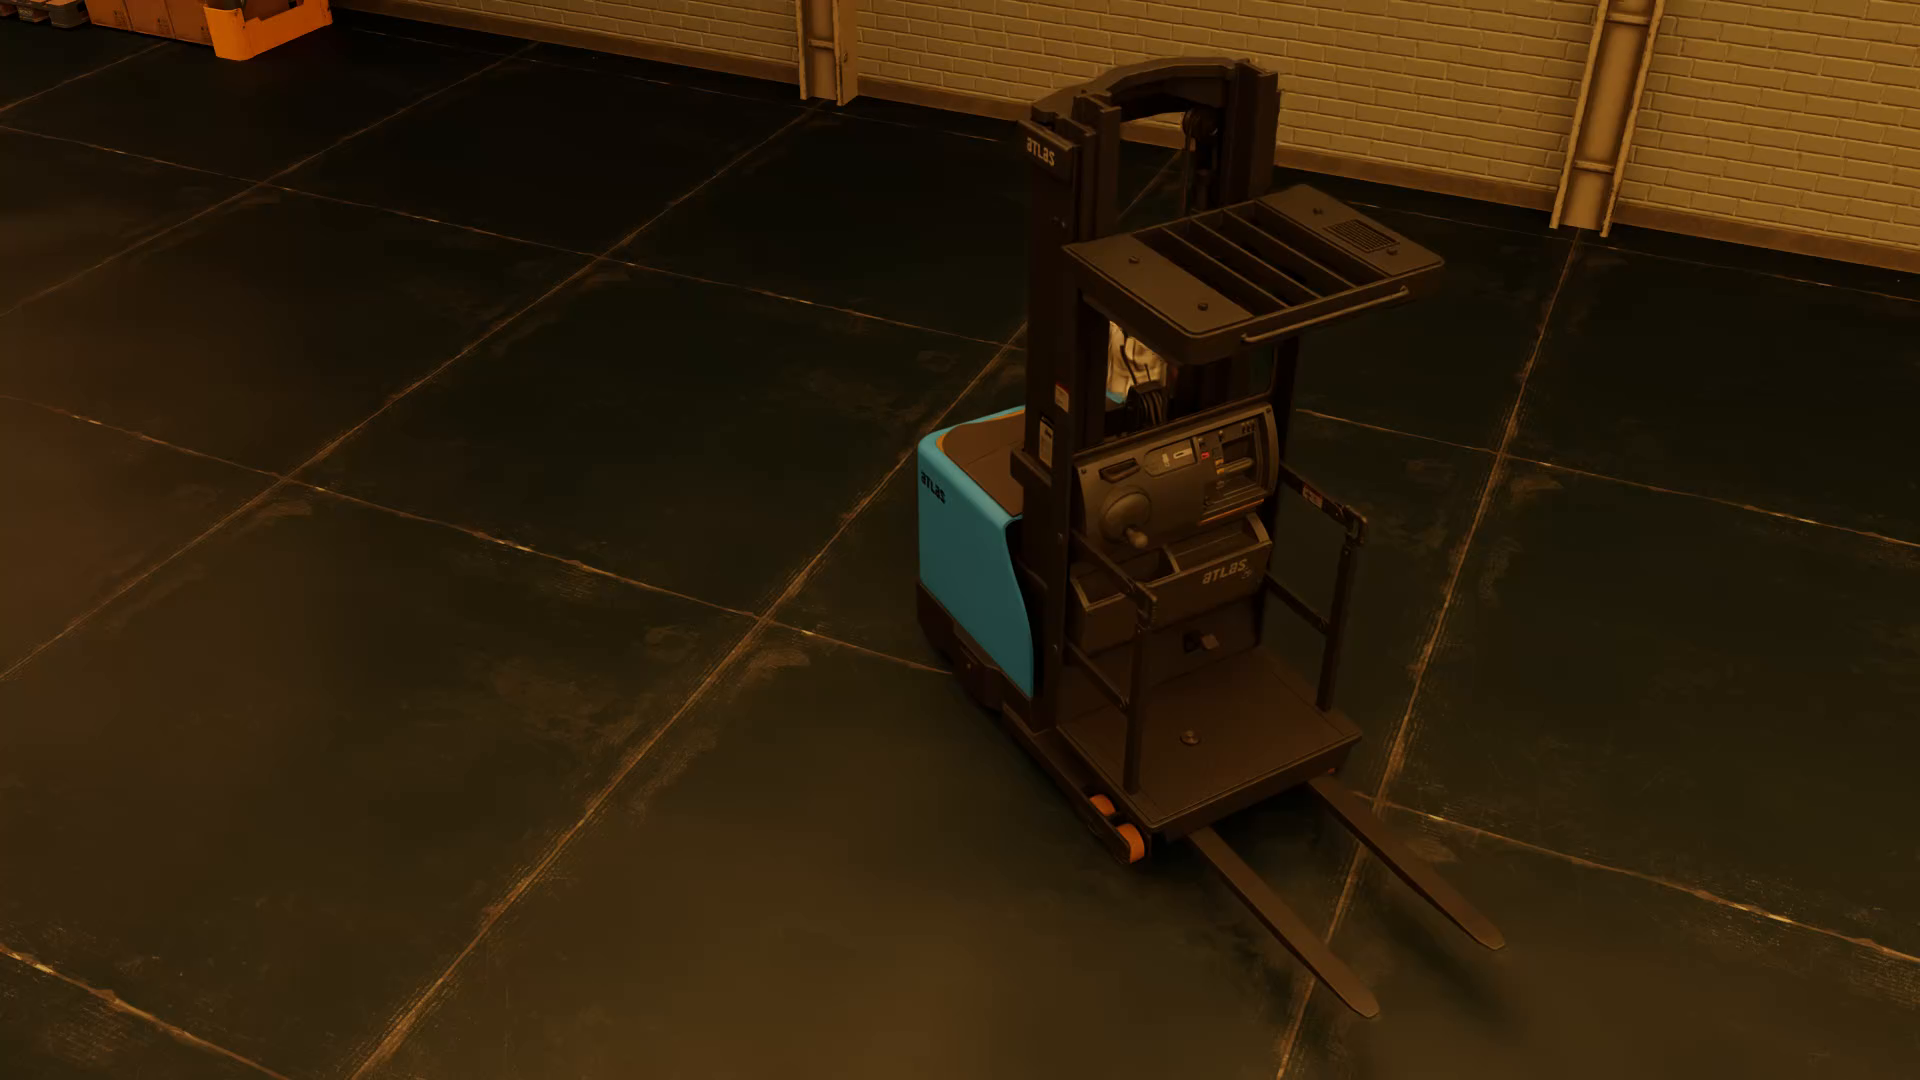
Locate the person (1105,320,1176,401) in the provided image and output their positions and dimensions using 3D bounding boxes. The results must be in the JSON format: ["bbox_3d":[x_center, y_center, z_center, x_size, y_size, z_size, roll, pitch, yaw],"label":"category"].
[{"bbox_3d":[0.873,-0.739,8.294,0.436,1.638,0.812,-22,41,-27],"label":"person"}]

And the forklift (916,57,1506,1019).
[{"bbox_3d":[0.968,-0.183,6.343,1.130,2.935,3.031,-19,40,-24],"label":"forklift"}]
